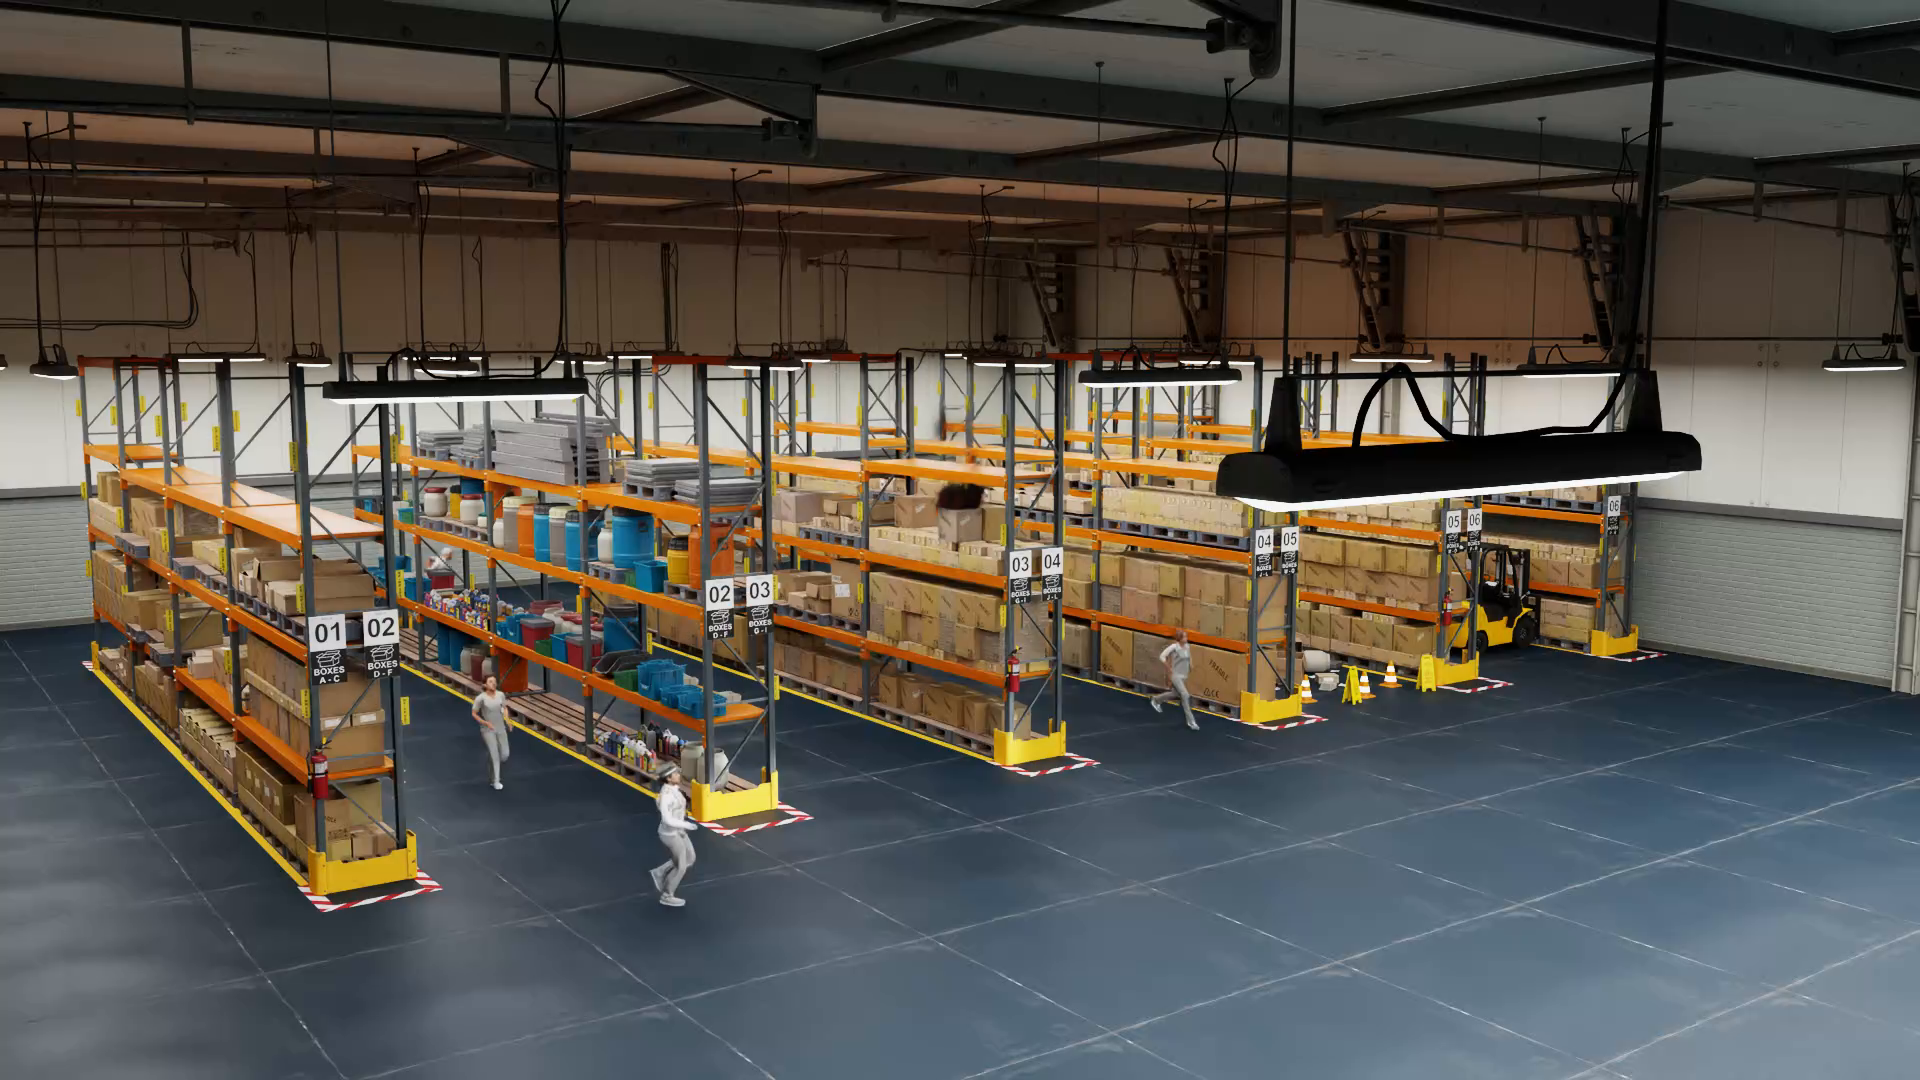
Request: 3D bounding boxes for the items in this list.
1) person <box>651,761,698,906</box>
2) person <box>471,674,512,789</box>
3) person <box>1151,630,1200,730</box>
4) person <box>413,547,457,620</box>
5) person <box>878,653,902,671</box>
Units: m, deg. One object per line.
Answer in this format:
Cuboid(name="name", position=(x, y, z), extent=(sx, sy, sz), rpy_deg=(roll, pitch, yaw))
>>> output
Cuboid(name="person", position=(-3.201, 3.273, 18.584), extent=(0.548, 1.658, 0.612), rpy_deg=(-1, 7, -5))
Cuboid(name="person", position=(-6.621, 2.689, 23.509), extent=(0.565, 1.630, 0.572), rpy_deg=(-6, 9, -41))
Cuboid(name="person", position=(3.547, 2.256, 27.260), extent=(1.005, 1.620, 0.496), rpy_deg=(6, 9, 39))
Cuboid(name="person", position=(-11.774, 1.011, 37.232), extent=(0.996, 1.694, 0.705), rpy_deg=(-3, 8, -25))
Cuboid(name="person", position=(-1.255, 1.643, 31.612), extent=(0.686, 1.764, 0.631), rpy_deg=(-6, 9, -41))
